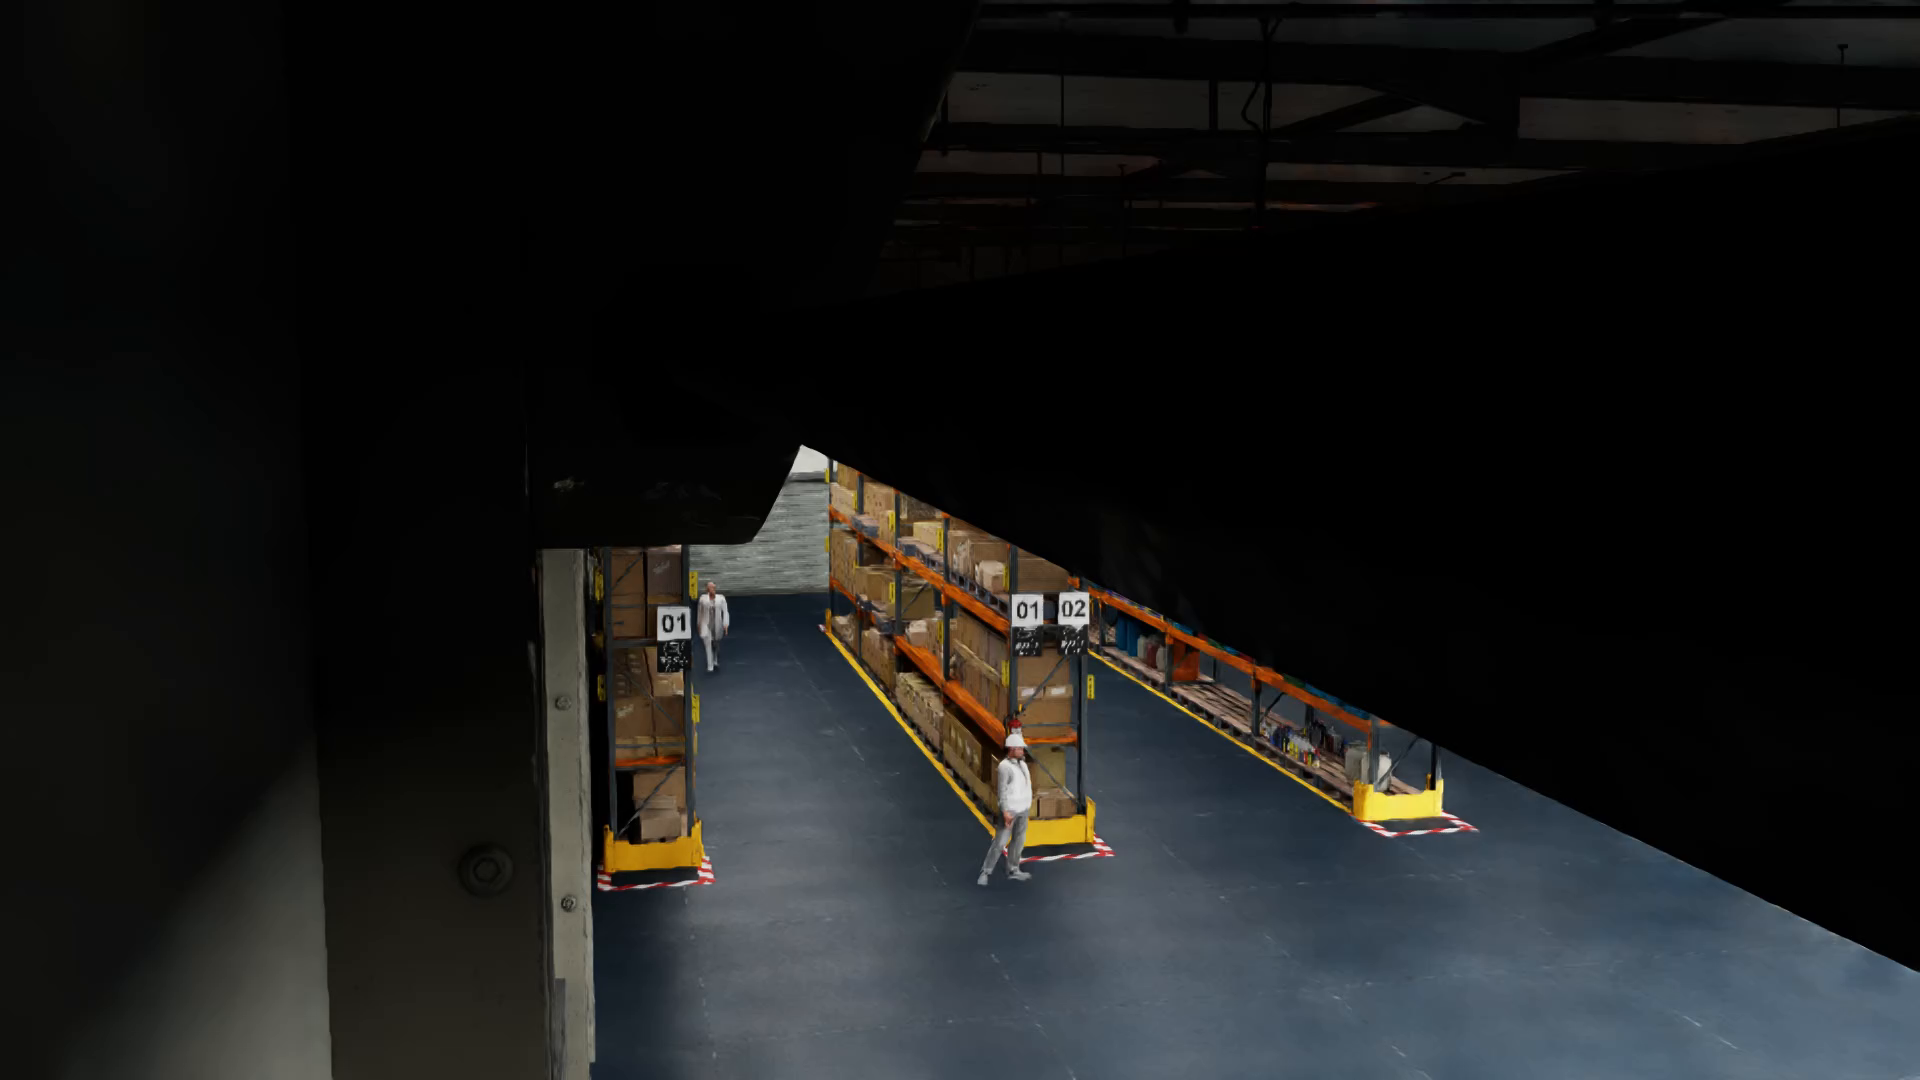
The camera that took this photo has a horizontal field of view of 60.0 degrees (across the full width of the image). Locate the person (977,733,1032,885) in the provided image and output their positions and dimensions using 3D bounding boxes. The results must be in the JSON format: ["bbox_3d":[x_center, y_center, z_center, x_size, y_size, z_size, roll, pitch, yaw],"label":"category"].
[{"bbox_3d":[0.520,3.151,19.491,0.491,1.767,0.720,5,8,34],"label":"person"}]

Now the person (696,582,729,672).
[{"bbox_3d":[-4.781,1.654,32.182,0.604,1.724,1.097,-2,7,-14],"label":"person"}]
